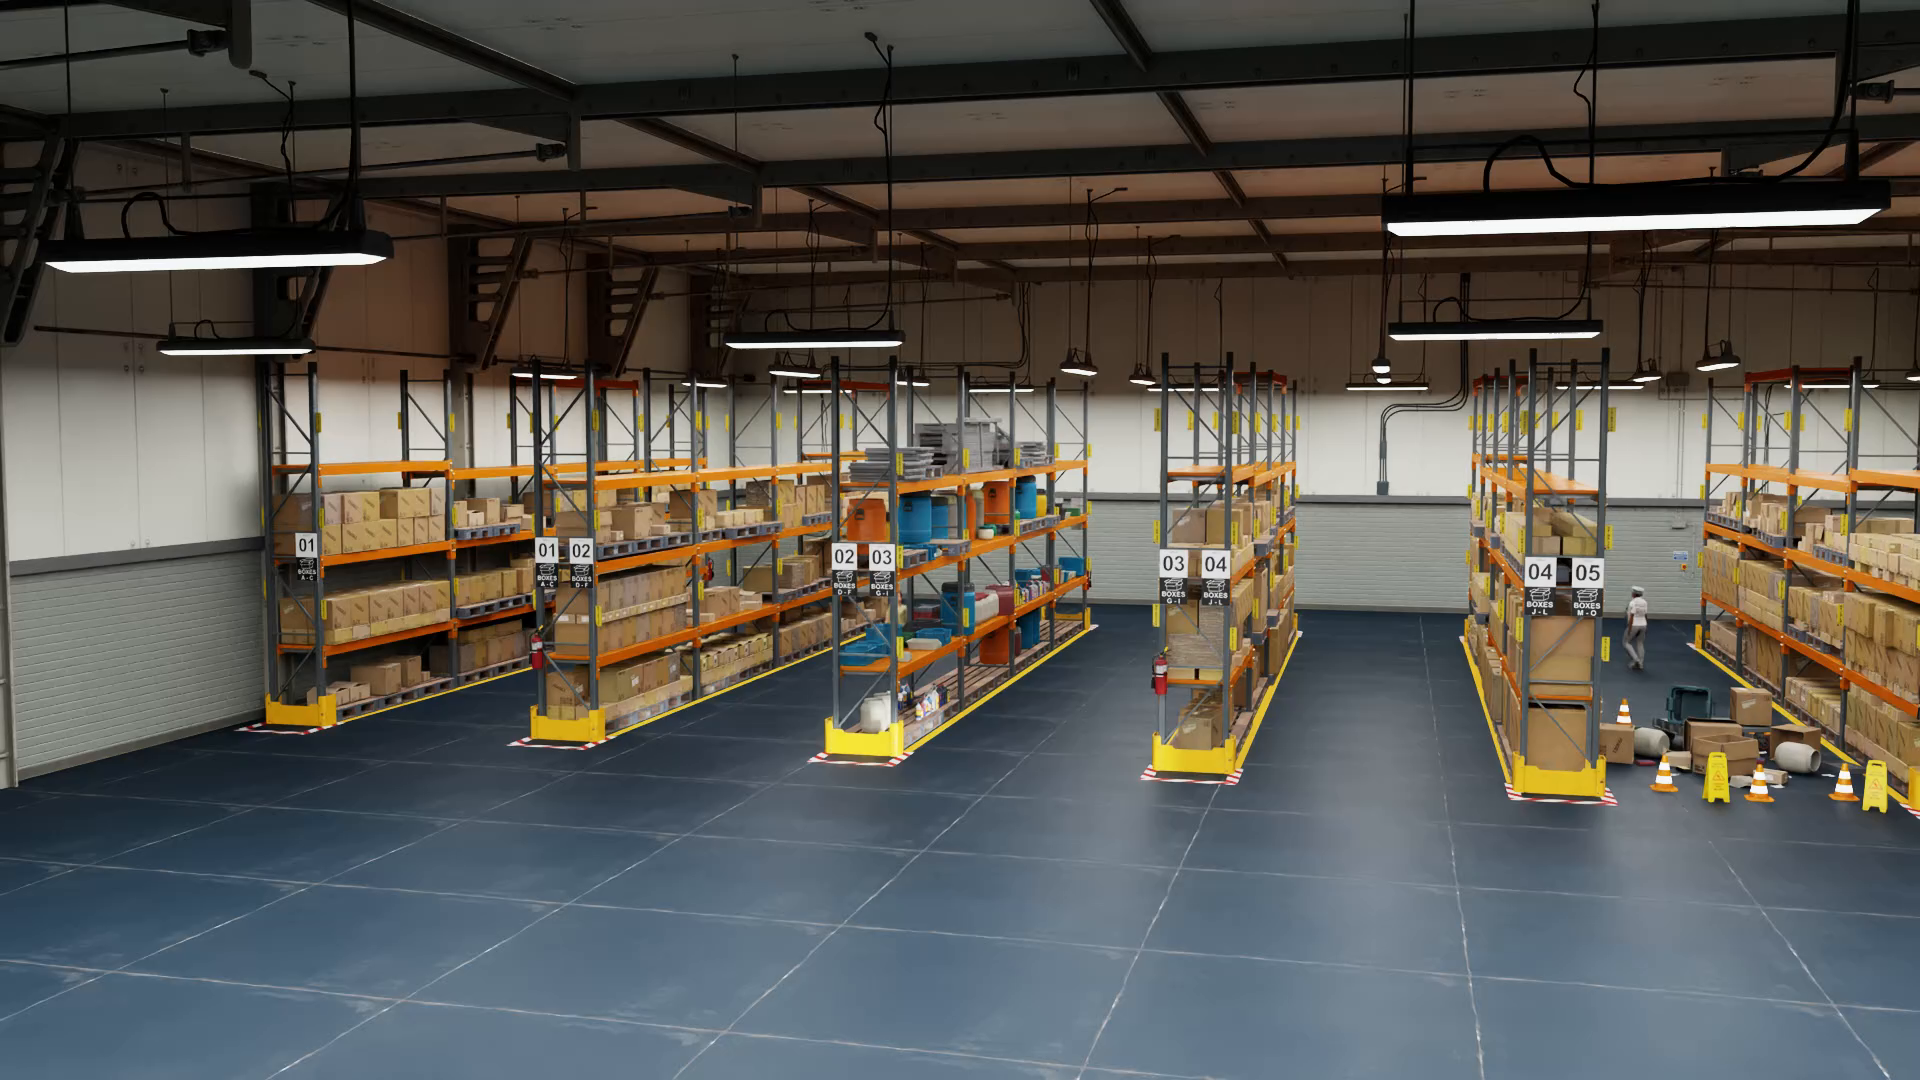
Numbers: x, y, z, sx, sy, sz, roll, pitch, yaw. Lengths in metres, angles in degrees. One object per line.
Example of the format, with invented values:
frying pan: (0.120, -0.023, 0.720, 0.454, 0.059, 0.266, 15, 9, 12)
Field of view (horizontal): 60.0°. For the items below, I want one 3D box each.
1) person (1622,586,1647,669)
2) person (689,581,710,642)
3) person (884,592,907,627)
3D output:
person: (13.783, 1.783, 33.859, 0.503, 1.677, 0.427, -2, 4, -22)
person: (-5.502, 1.691, 35.062, 0.614, 1.665, 1.068, 1, 4, 12)
person: (-1.289, 1.836, 33.252, 0.445, 1.605, 1.072, 2, 4, 24)
